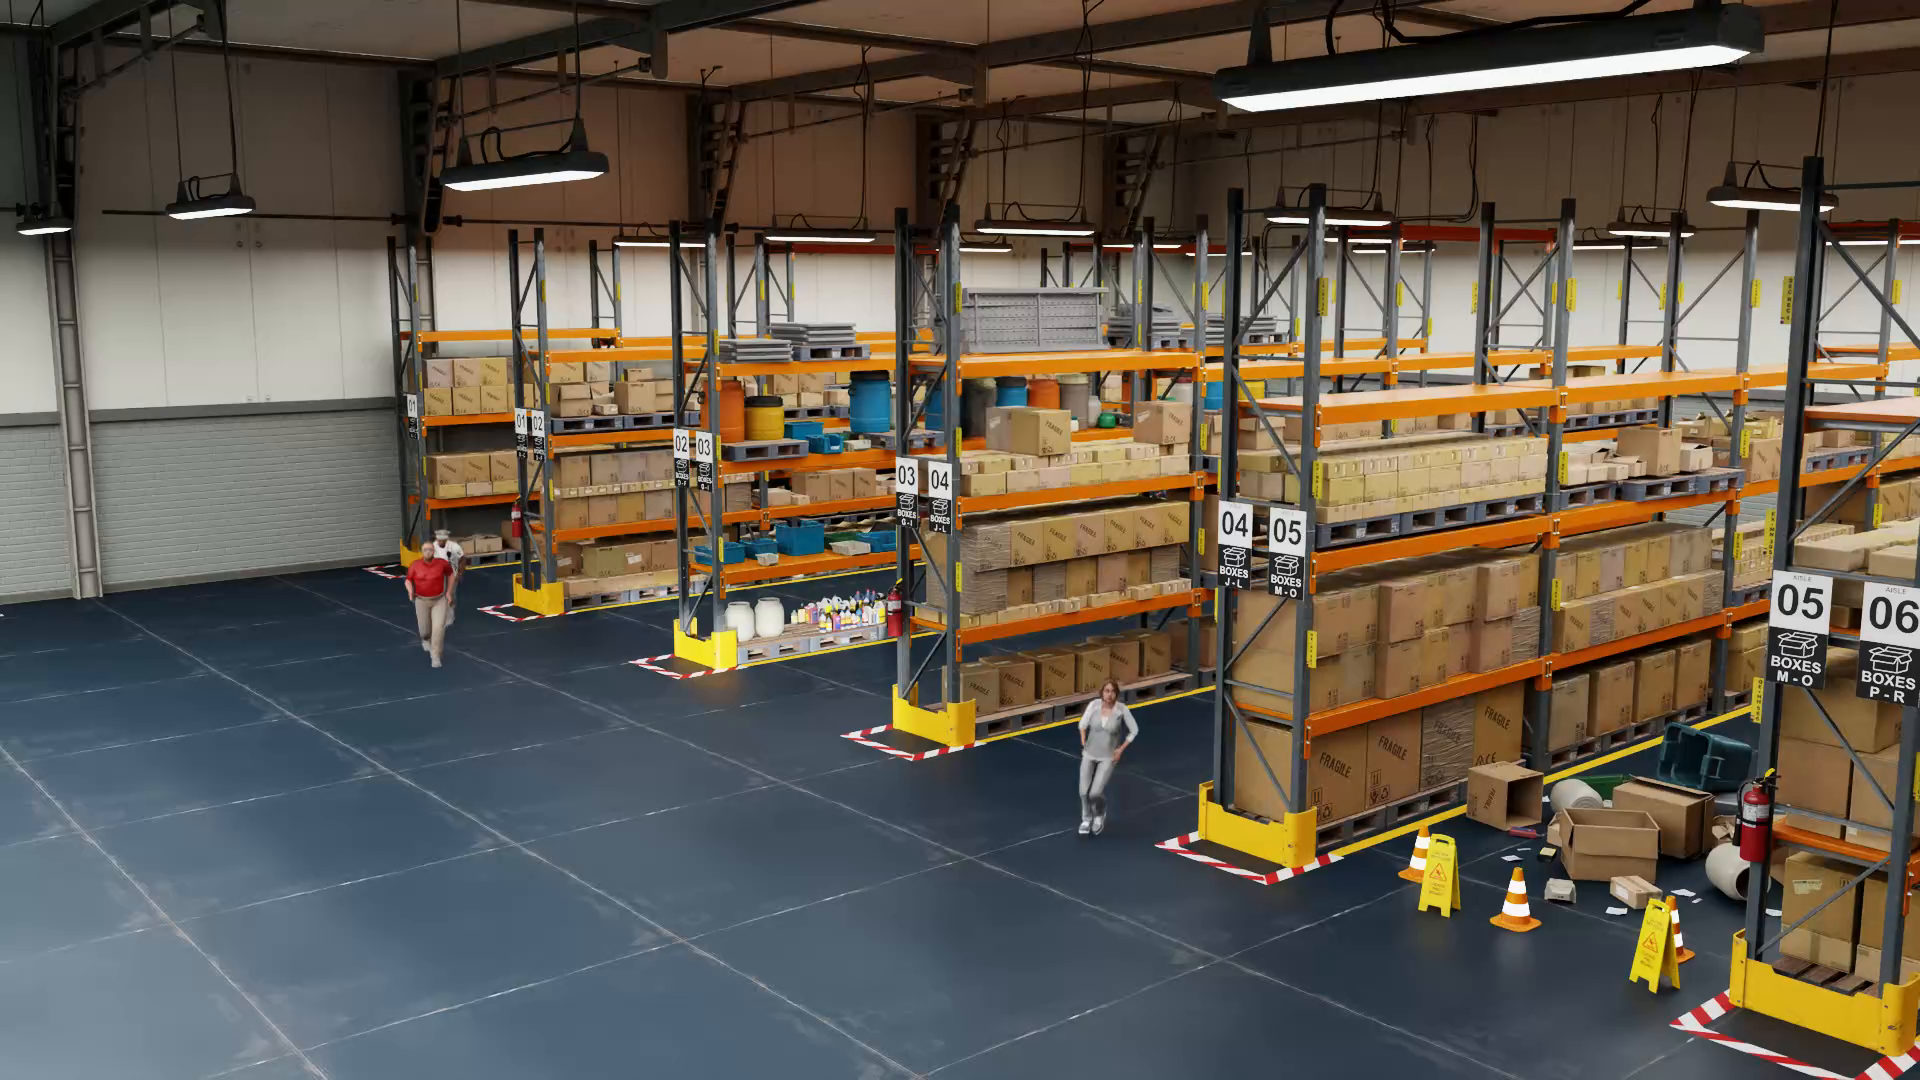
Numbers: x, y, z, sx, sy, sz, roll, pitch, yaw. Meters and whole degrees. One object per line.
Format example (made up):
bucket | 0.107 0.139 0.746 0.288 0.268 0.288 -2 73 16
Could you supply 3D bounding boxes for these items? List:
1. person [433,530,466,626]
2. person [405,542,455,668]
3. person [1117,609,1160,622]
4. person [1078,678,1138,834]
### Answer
person | -7.829 0.548 25.479 0.572 1.516 0.951 -1 9 -5
person | -7.240 0.851 22.776 0.656 1.695 0.831 -3 9 -16
person | 2.629 0.267 24.187 0.657 1.804 0.826 7 11 39
person | 1.332 2.041 15.488 0.543 1.535 0.530 4 10 25
